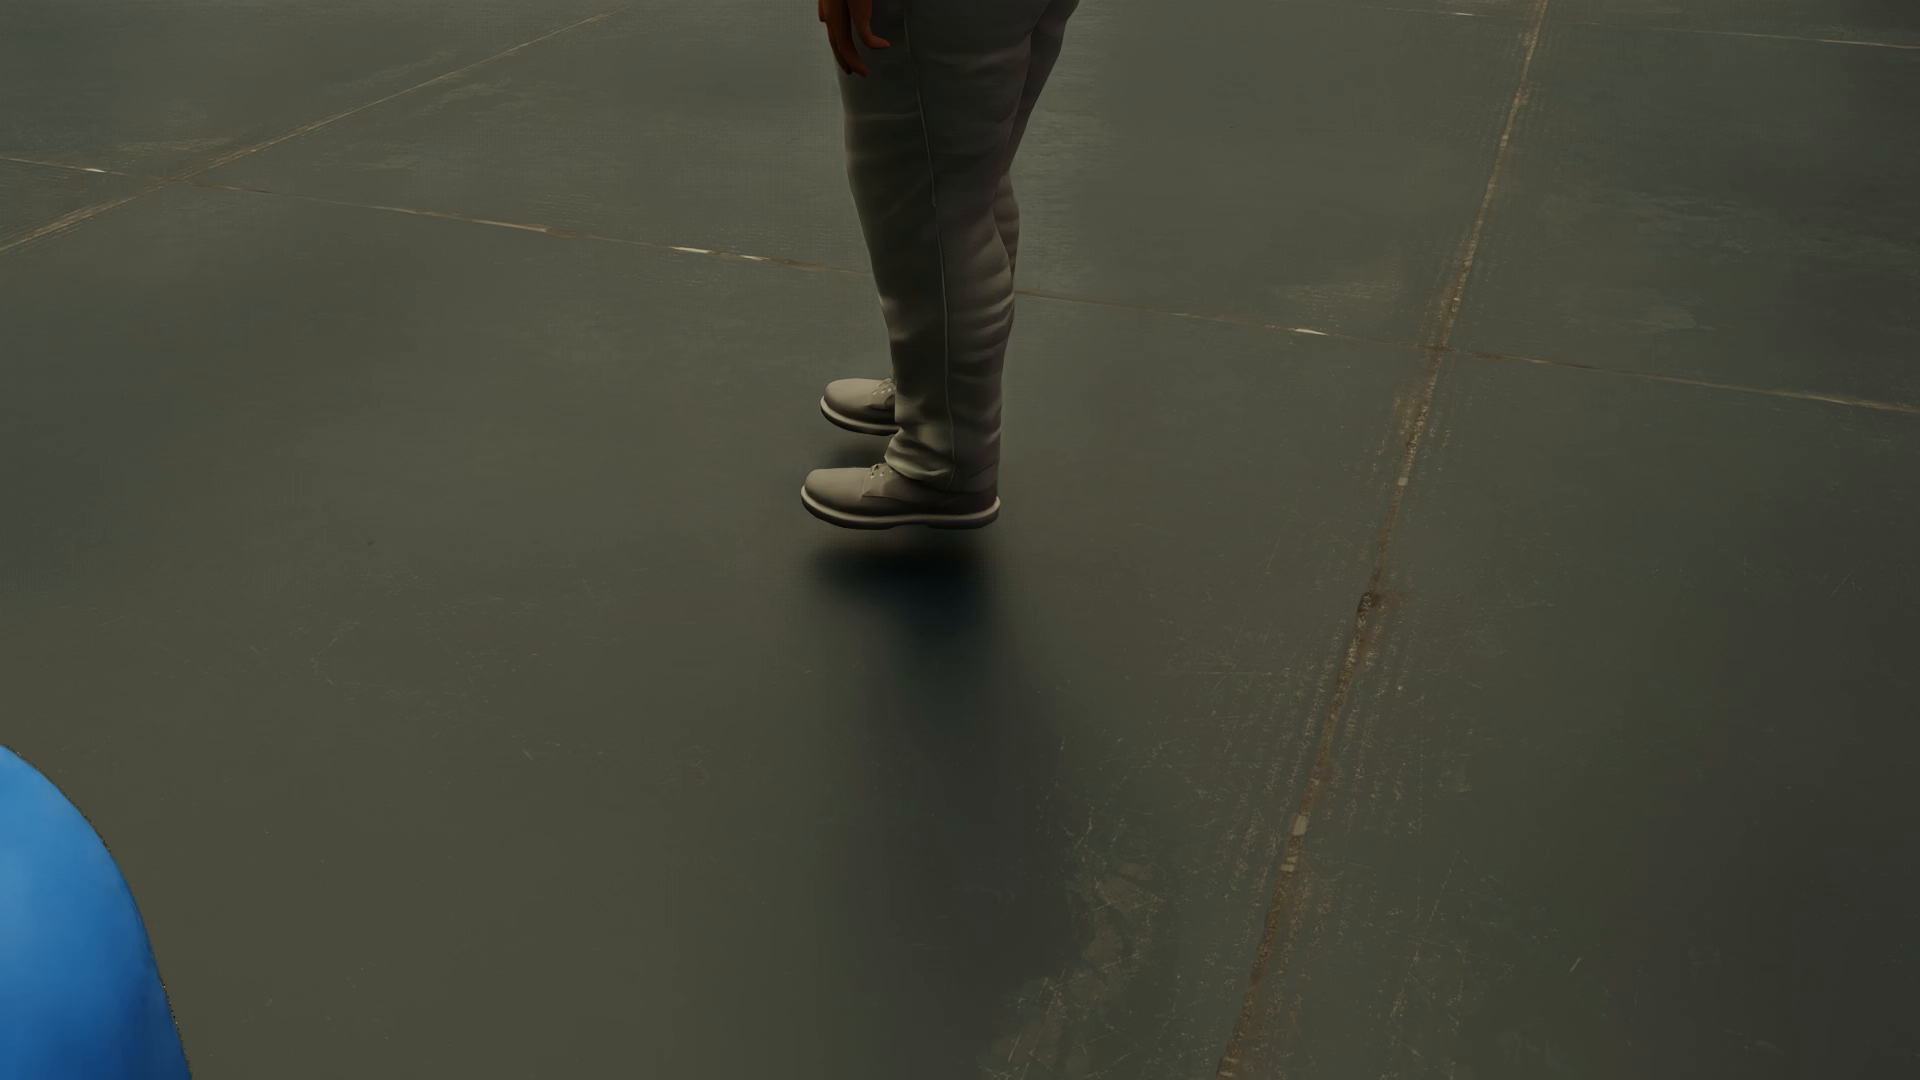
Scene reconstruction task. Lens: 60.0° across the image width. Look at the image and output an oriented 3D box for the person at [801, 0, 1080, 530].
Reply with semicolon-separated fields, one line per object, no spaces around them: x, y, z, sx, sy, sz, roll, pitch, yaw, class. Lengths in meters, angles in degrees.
-0.064;-0.789;2.108;0.529;1.670;0.598;10;31;18;person
